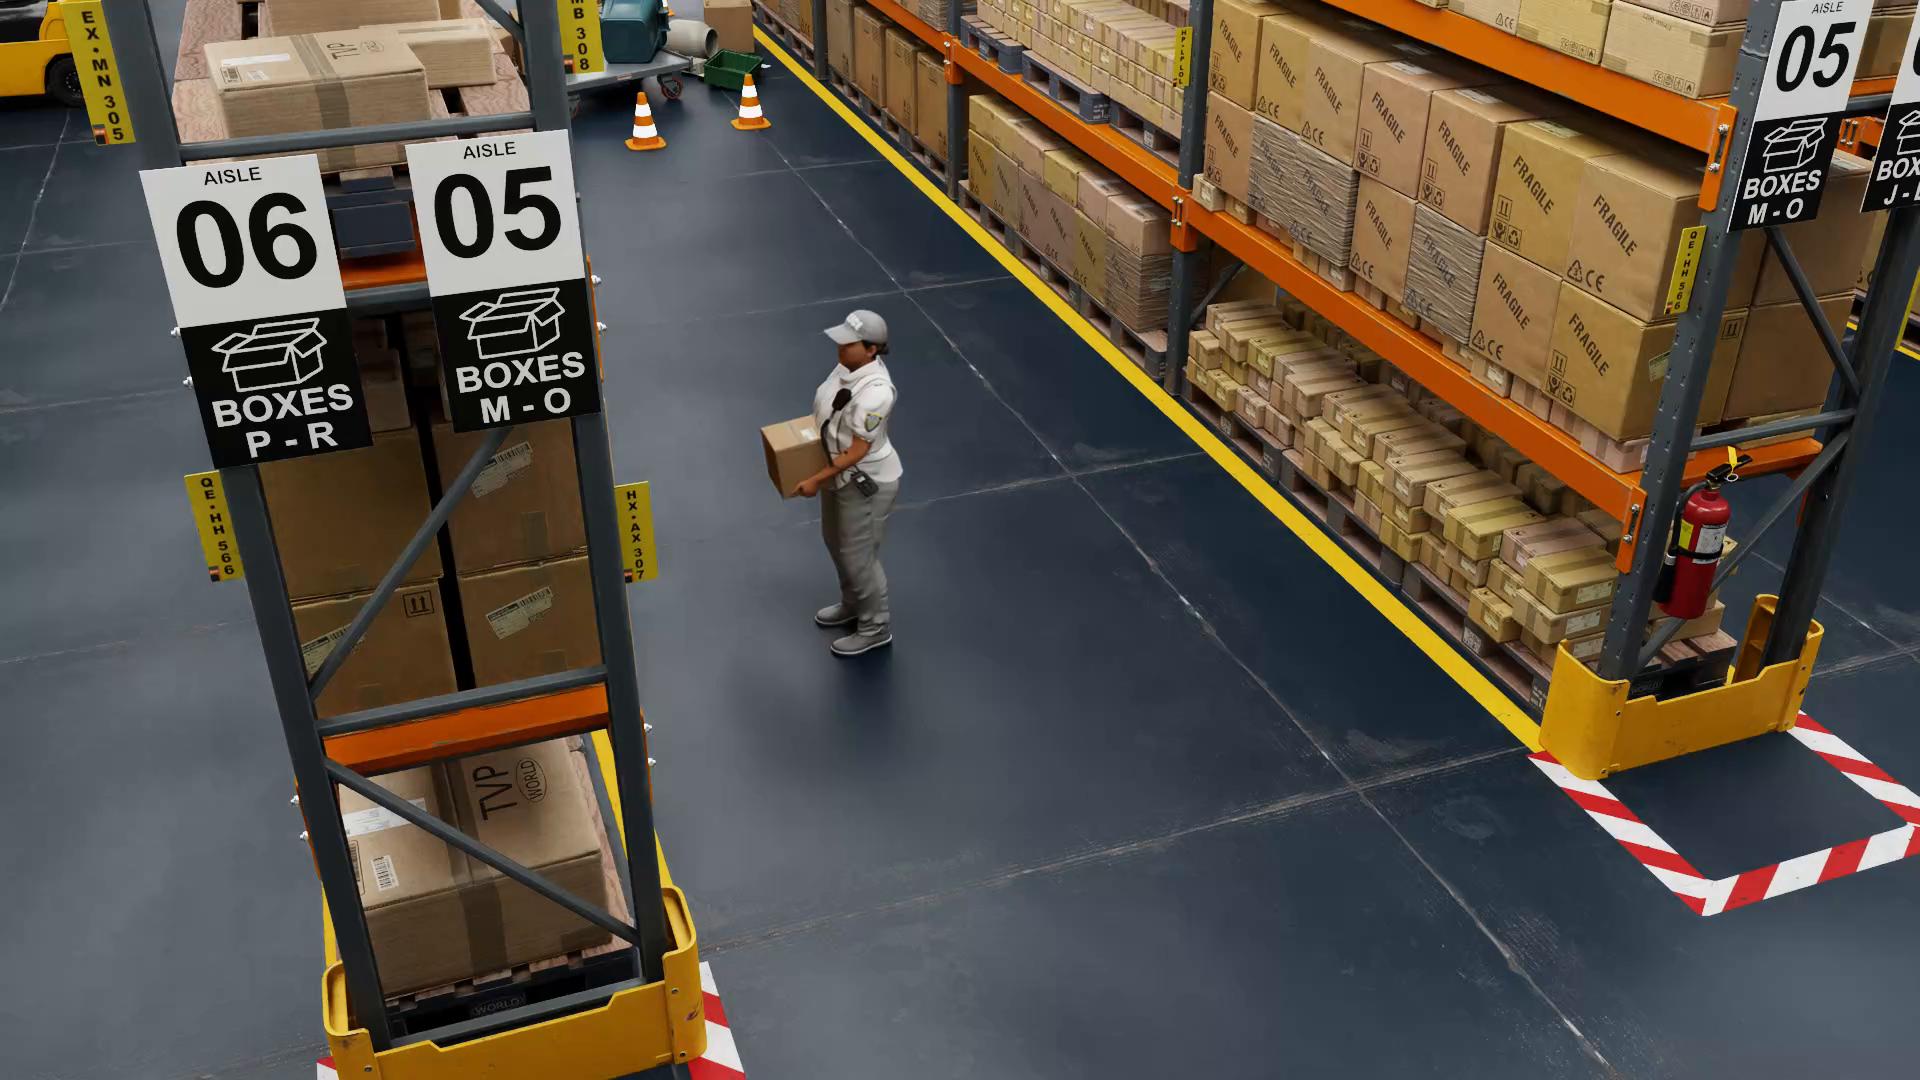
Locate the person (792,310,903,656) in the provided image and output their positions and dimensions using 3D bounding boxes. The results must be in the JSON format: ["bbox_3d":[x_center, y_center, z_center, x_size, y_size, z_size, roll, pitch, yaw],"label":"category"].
[{"bbox_3d":[-0.540,-0.259,7.582,0.536,1.655,0.454,-11,32,-18],"label":"person"}]
